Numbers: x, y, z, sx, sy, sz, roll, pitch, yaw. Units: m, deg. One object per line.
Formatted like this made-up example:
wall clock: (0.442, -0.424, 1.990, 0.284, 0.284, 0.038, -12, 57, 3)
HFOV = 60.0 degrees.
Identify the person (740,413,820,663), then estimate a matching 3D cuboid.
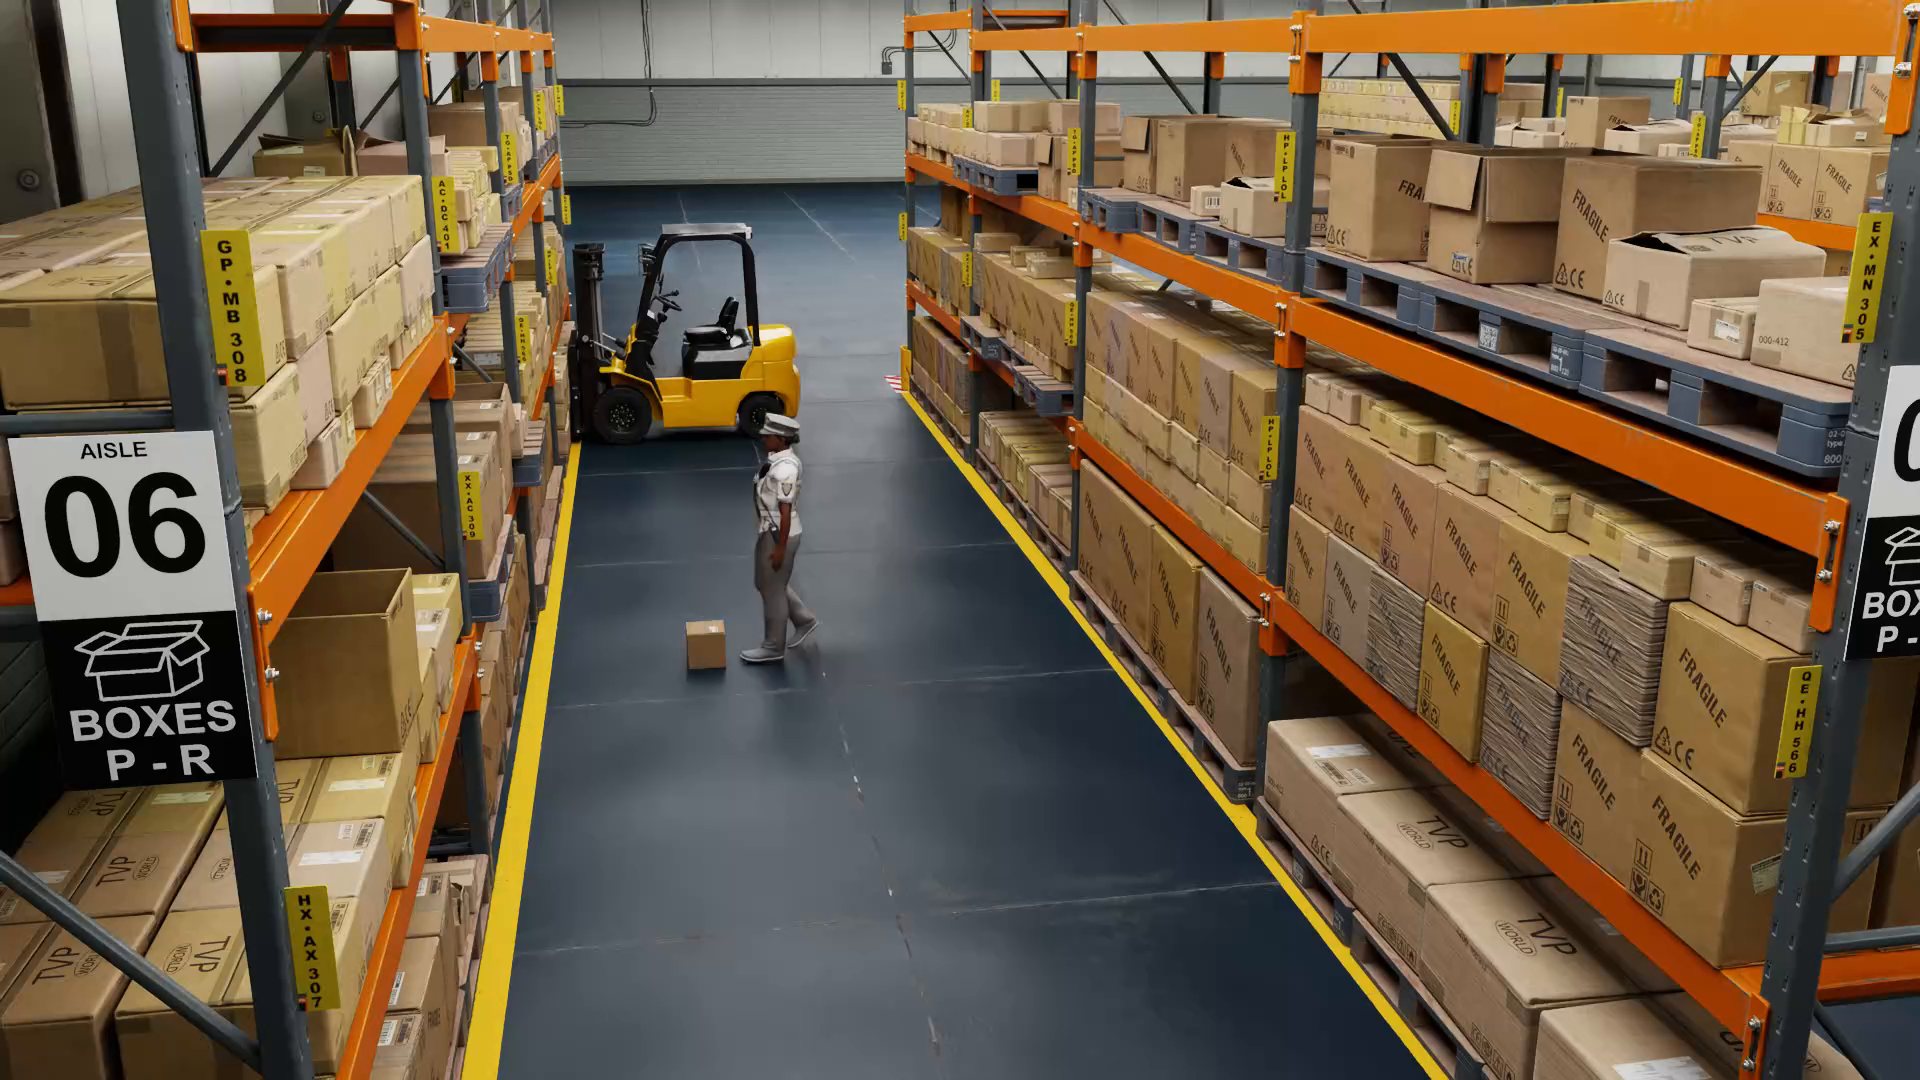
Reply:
person: (-1.207, -0.022, 11.028, 0.562, 1.679, 0.465, -3, 17, -10)
